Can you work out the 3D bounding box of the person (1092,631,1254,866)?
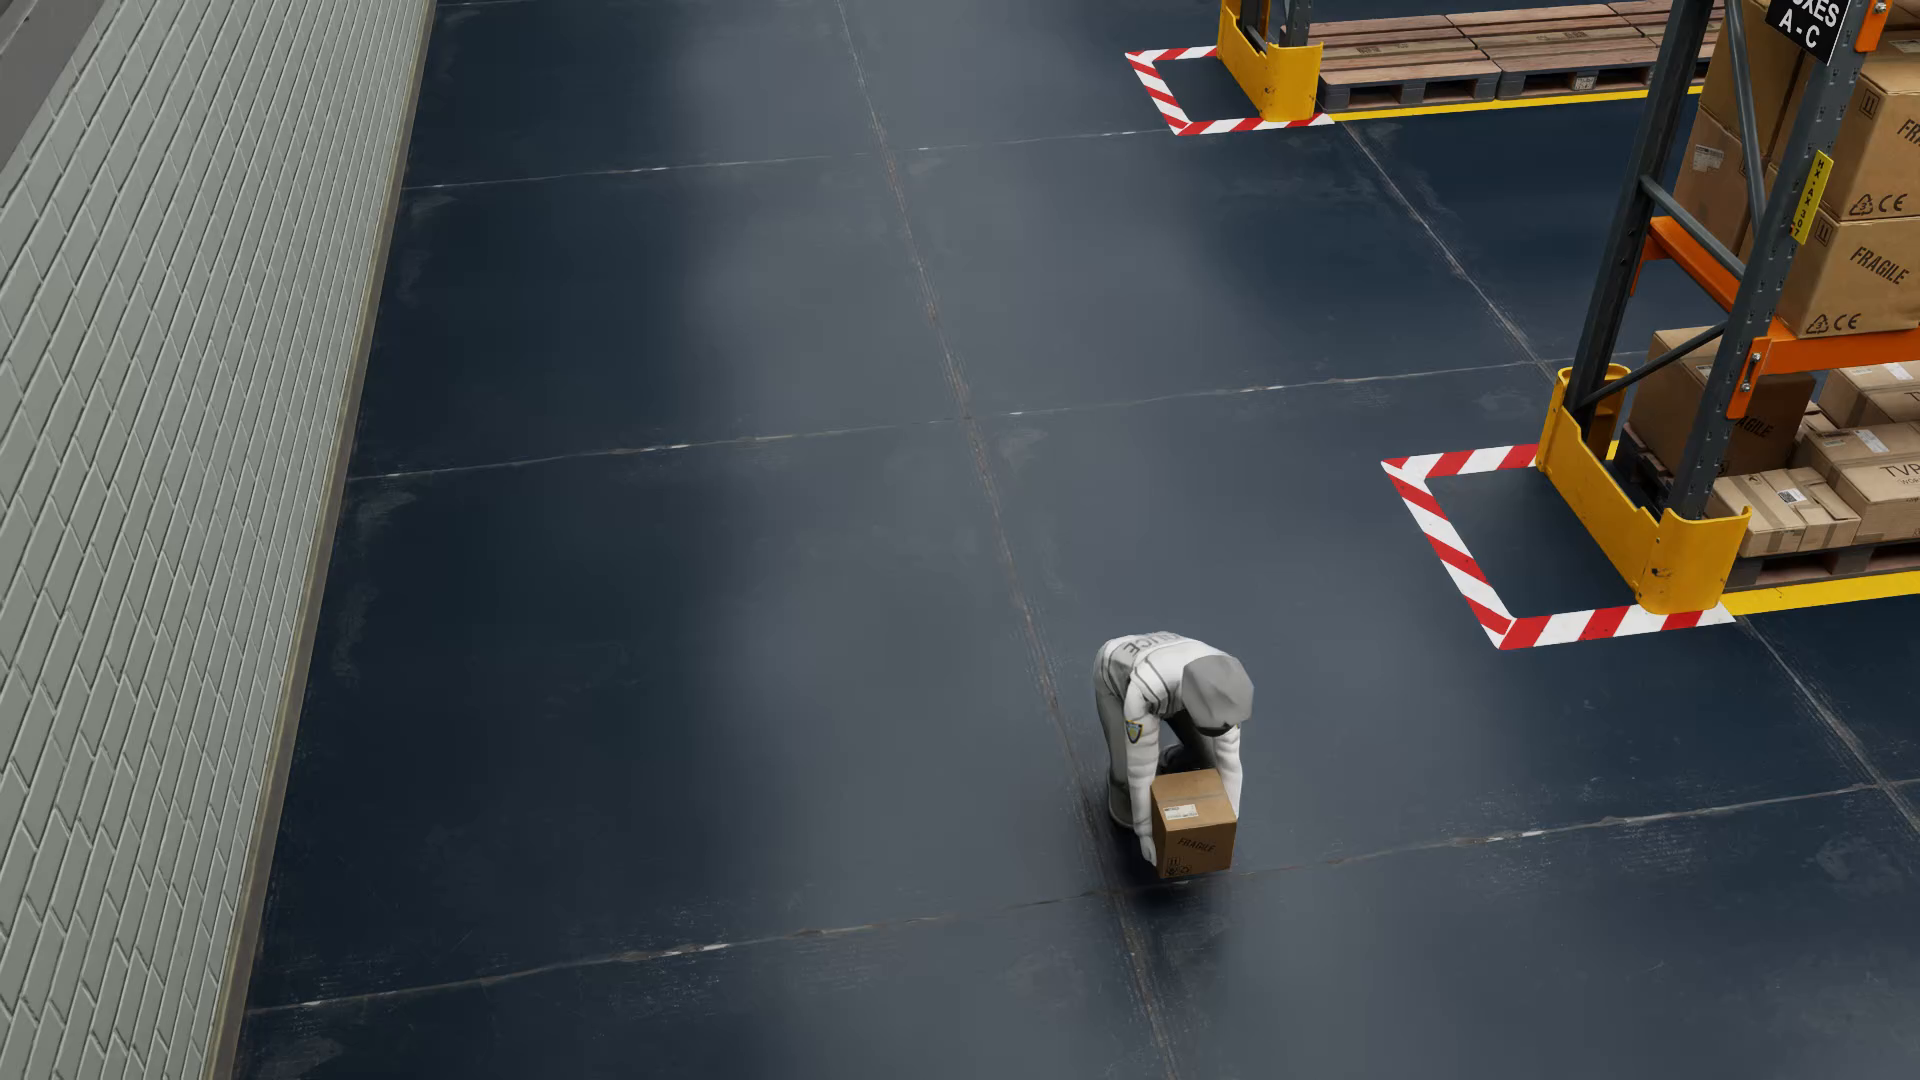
[{"bbox_3d":[0.749,0.650,5.903,0.457,0.981,0.844,-7,39,-9],"label":"person"}]
